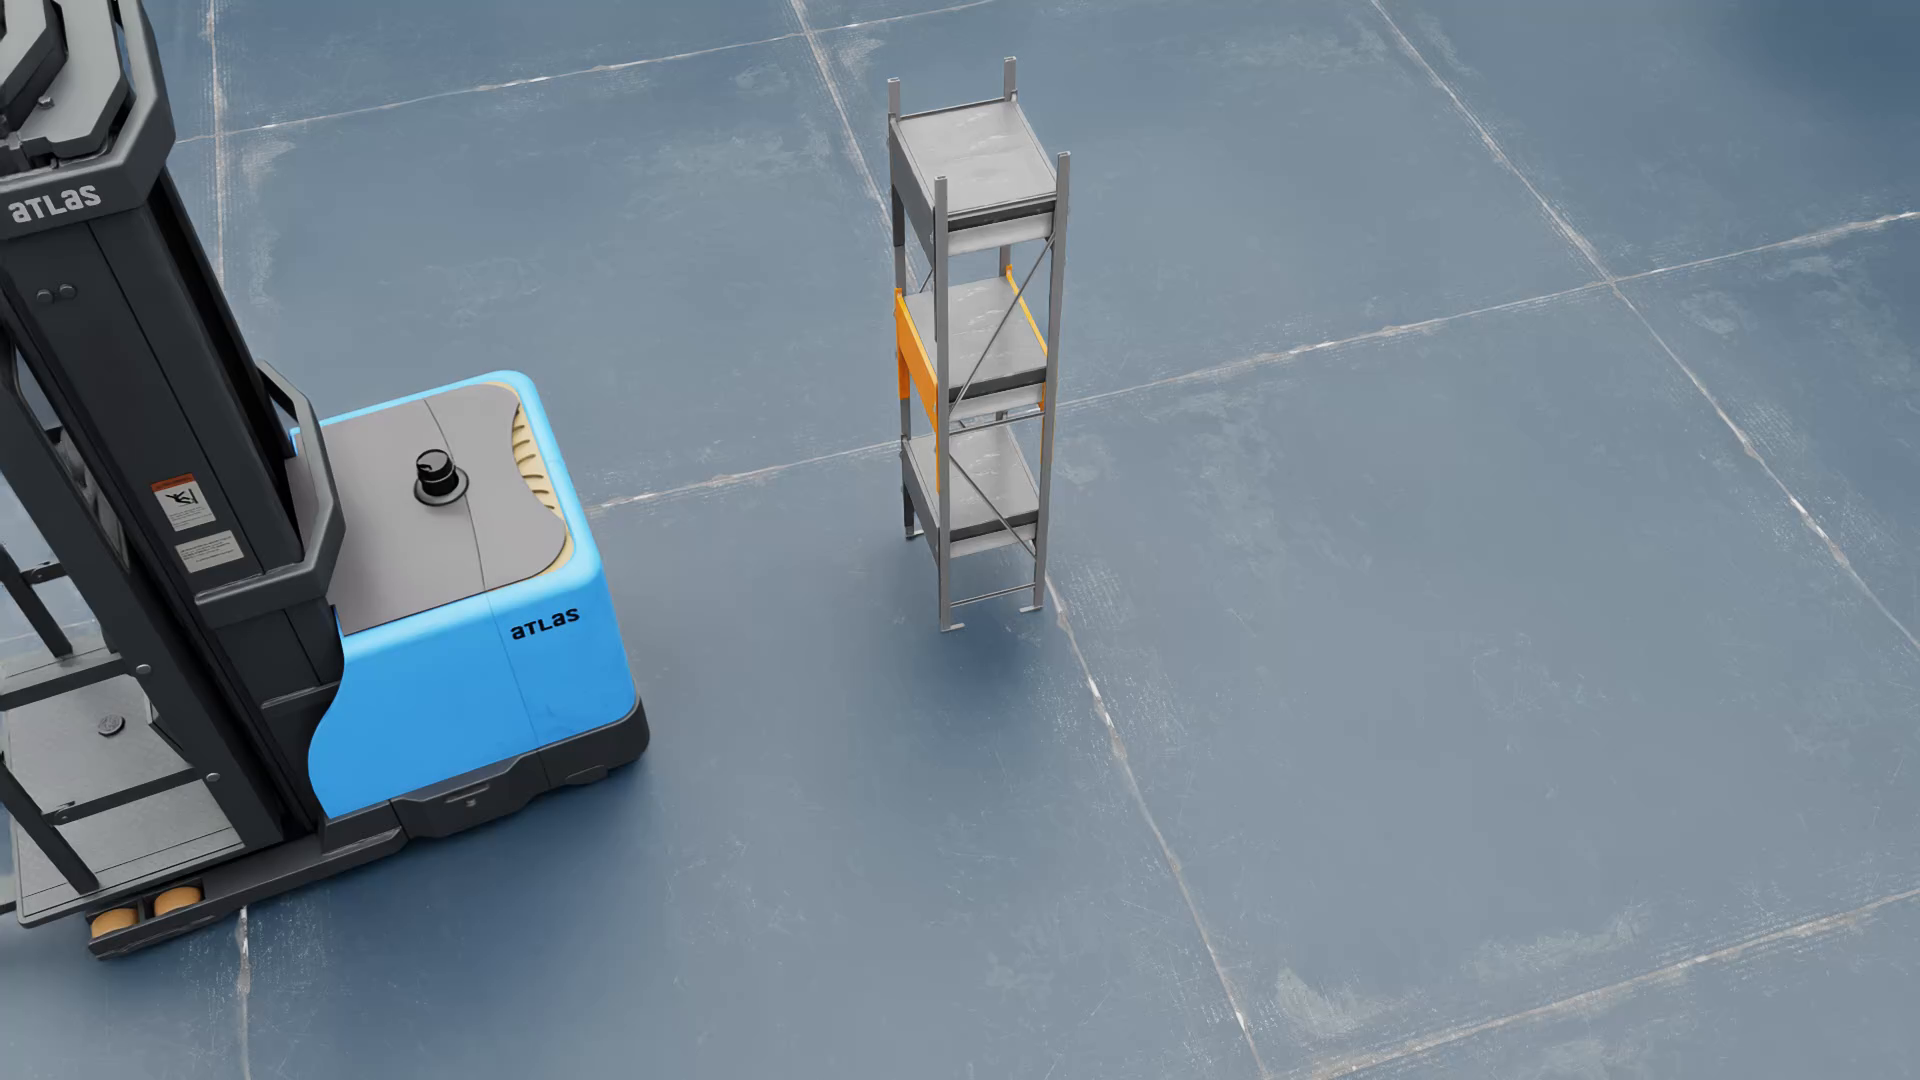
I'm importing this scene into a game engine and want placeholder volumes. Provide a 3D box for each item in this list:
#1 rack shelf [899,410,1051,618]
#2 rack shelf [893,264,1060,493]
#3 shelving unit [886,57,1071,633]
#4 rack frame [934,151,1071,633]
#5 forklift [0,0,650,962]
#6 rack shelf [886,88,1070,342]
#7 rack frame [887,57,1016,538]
[{"bbox_3d":[0.049,-0.096,6.181,0.431,0.518,0.480,-13,51,-11],"label":"rack shelf"},{"bbox_3d":[0.049,-0.547,5.645,0.431,0.518,0.480,-13,51,-11],"label":"rack shelf"},{"bbox_3d":[0.049,-0.556,5.635,0.431,2.100,0.503,-13,51,-11],"label":"shelving unit"},{"bbox_3d":[0.121,-0.378,5.485,0.400,2.100,0.015,-13,51,-11],"label":"rack frame"},{"bbox_3d":[-2.657,-0.062,4.675,3.031,2.935,1.130,-18,52,-15],"label":"forklift"},{"bbox_3d":[0.049,-0.998,5.110,0.431,0.518,0.480,-13,51,-11],"label":"rack shelf"},{"bbox_3d":[-0.023,-0.734,5.785,0.400,2.100,0.015,-13,51,-11],"label":"rack frame"}]
